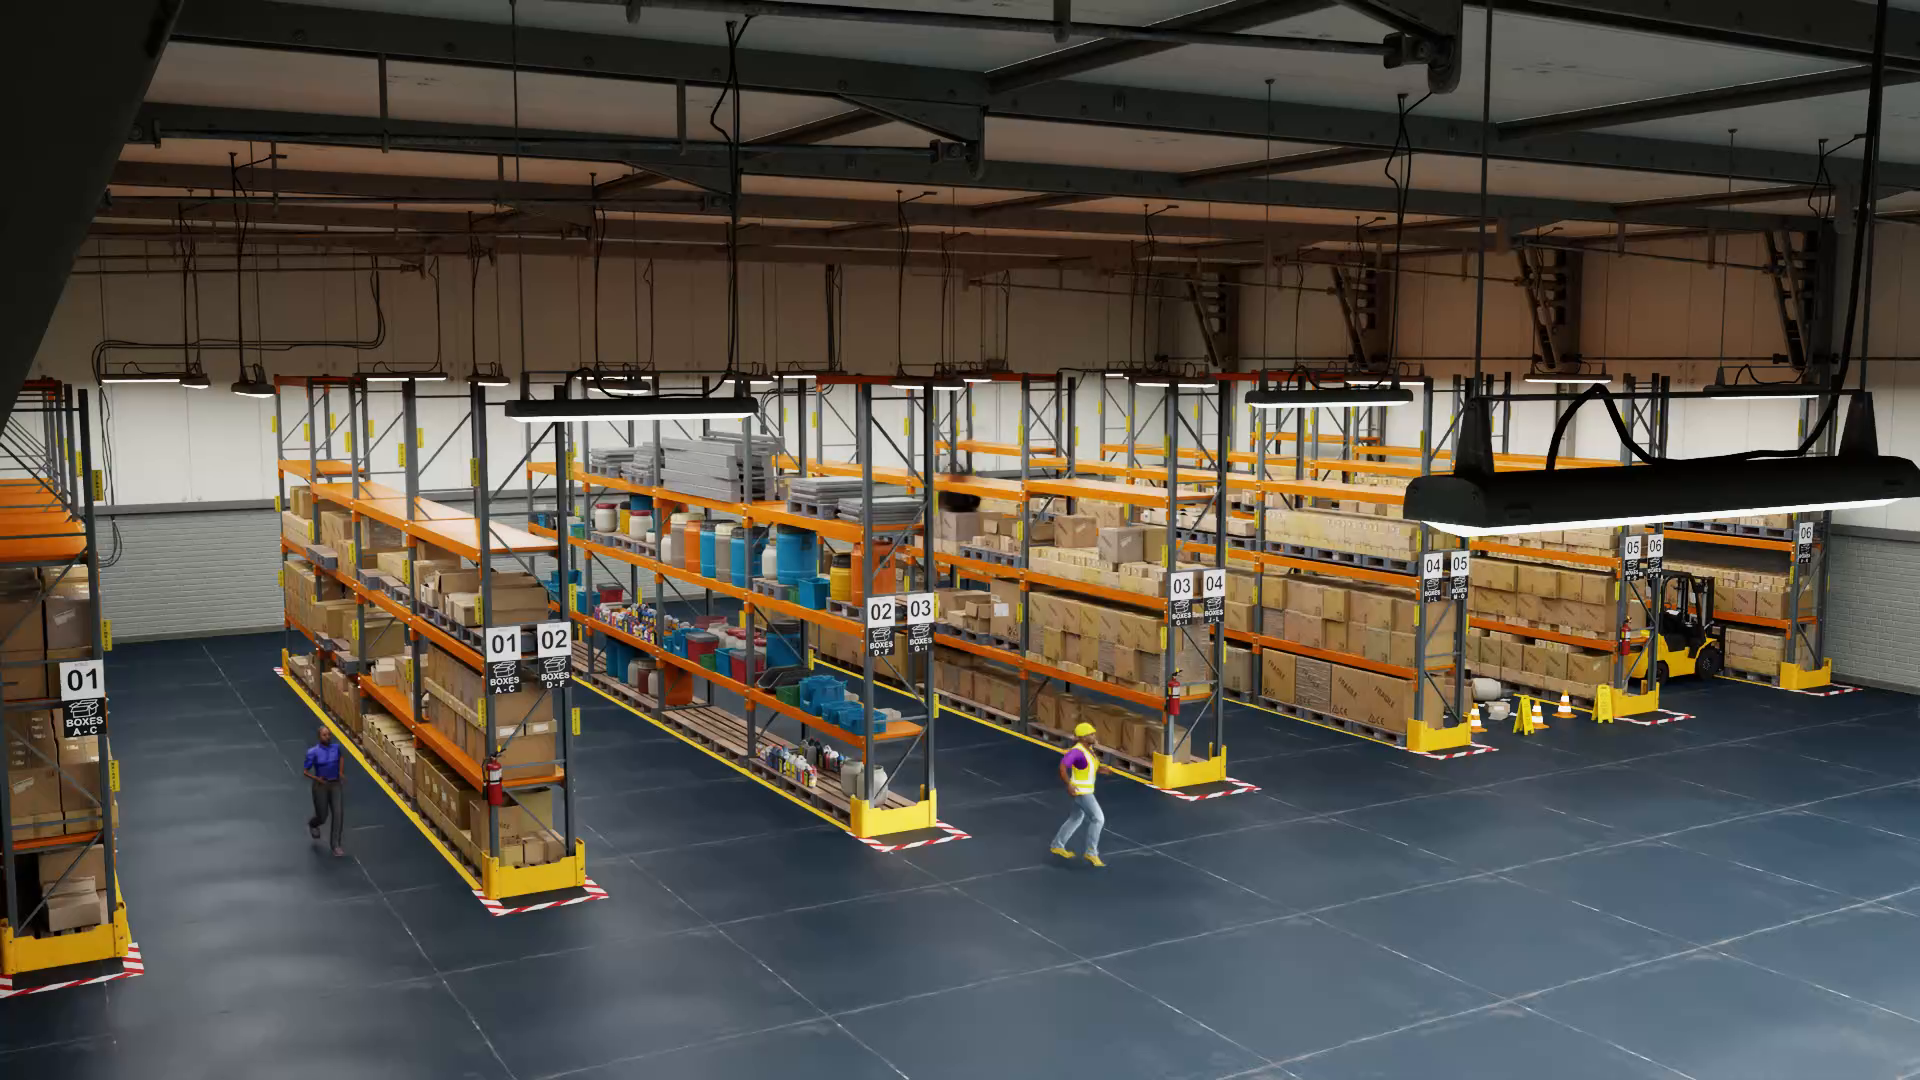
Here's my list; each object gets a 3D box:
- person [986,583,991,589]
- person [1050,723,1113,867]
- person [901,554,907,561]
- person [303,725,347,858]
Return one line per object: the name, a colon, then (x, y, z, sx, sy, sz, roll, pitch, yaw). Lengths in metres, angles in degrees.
person: (0.847, 0.763, 42.953, 0.568, 1.737, 0.672, -3, 7, -25)
person: (1.526, 3.192, 20.863, 0.778, 1.824, 0.681, 1, 6, 5)
person: (-1.375, 1.182, 39.364, 0.727, 1.714, 0.626, -2, 7, -21)
person: (-8.127, 3.190, 21.330, 0.579, 1.650, 0.851, -6, 8, -41)
